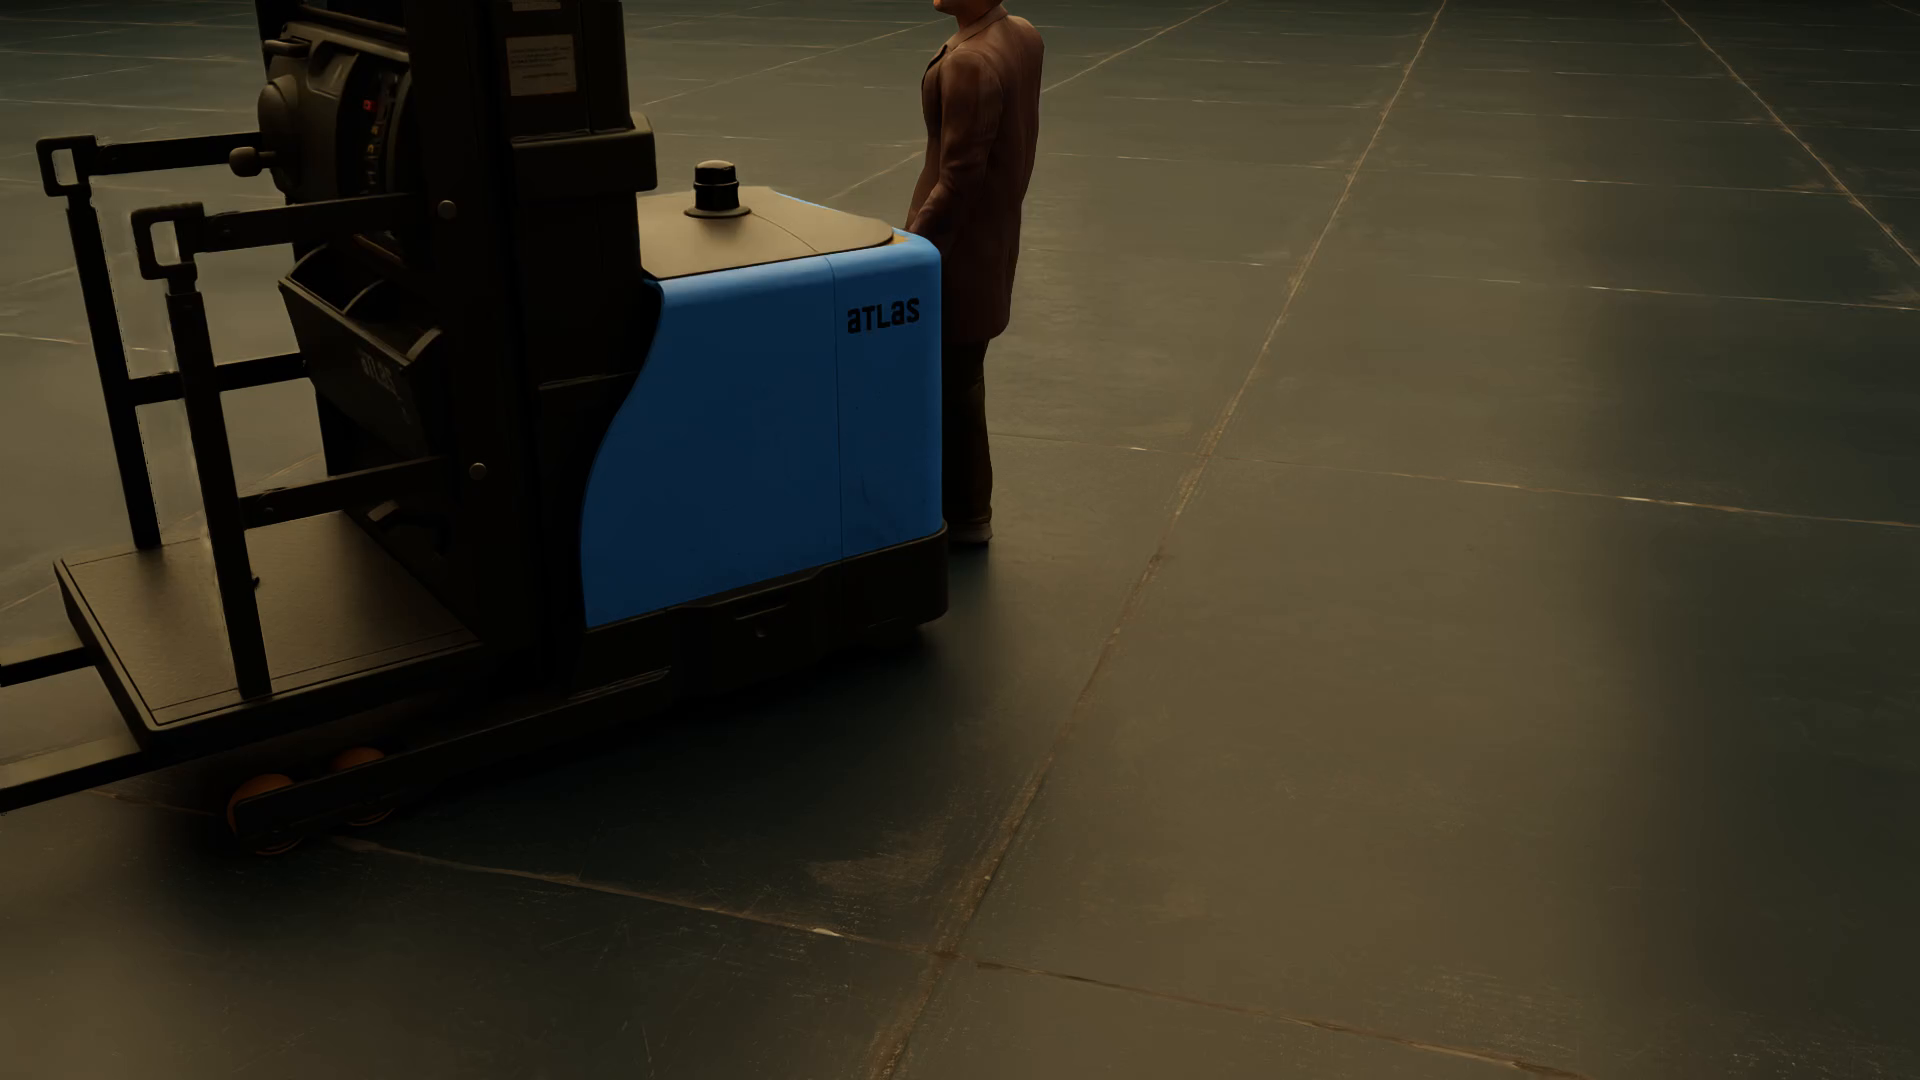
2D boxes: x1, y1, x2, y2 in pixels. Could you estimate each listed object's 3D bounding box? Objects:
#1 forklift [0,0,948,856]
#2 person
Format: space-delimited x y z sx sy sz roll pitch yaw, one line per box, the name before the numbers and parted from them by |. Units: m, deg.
forklift | -1.523 -0.919 3.505 3.031 2.935 1.130 -16 27 -33
person | -0.085 -0.841 4.808 0.582 1.776 0.696 7 23 16
